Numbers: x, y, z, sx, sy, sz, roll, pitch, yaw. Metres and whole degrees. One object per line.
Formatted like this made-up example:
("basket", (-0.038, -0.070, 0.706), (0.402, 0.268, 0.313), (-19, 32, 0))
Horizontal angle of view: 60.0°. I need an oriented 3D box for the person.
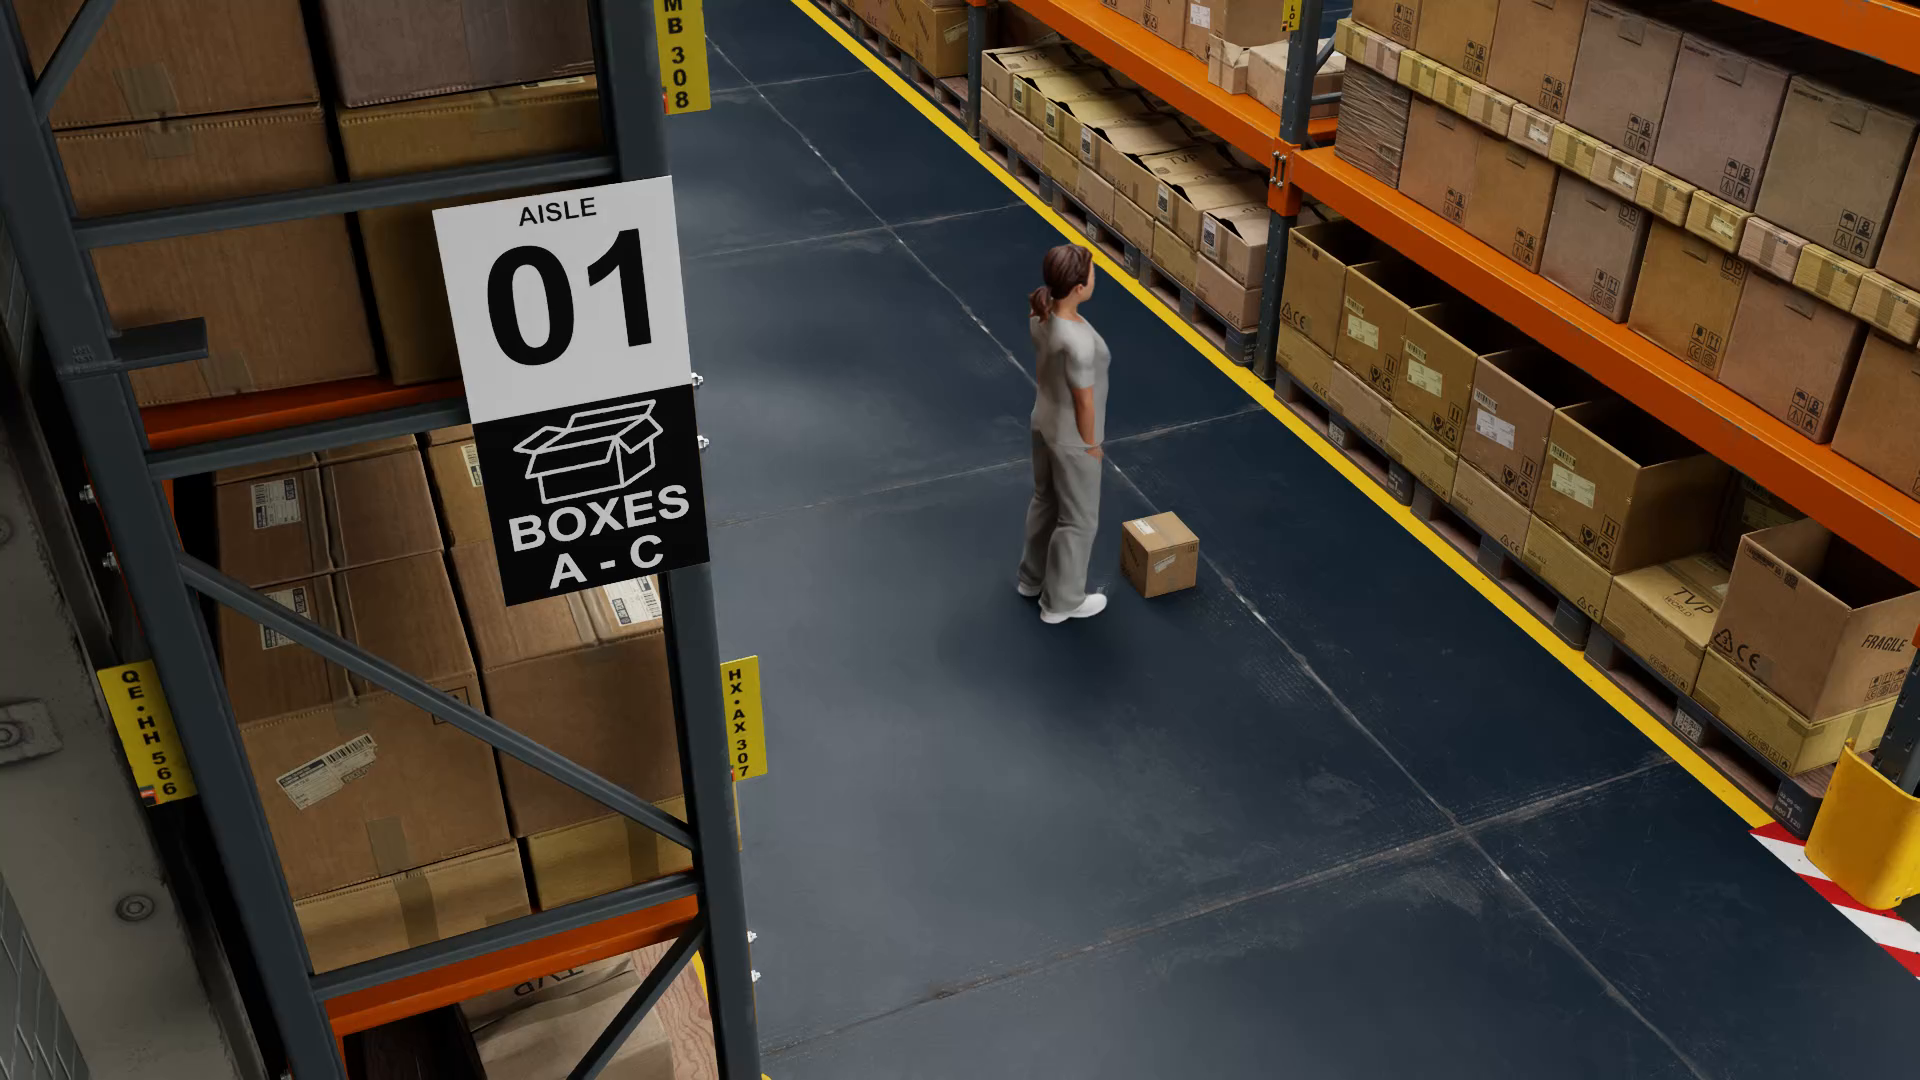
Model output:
("person", (0.424, -0.428, 6.797), (0.360, 1.674, 0.442), (-12, 35, -17))
